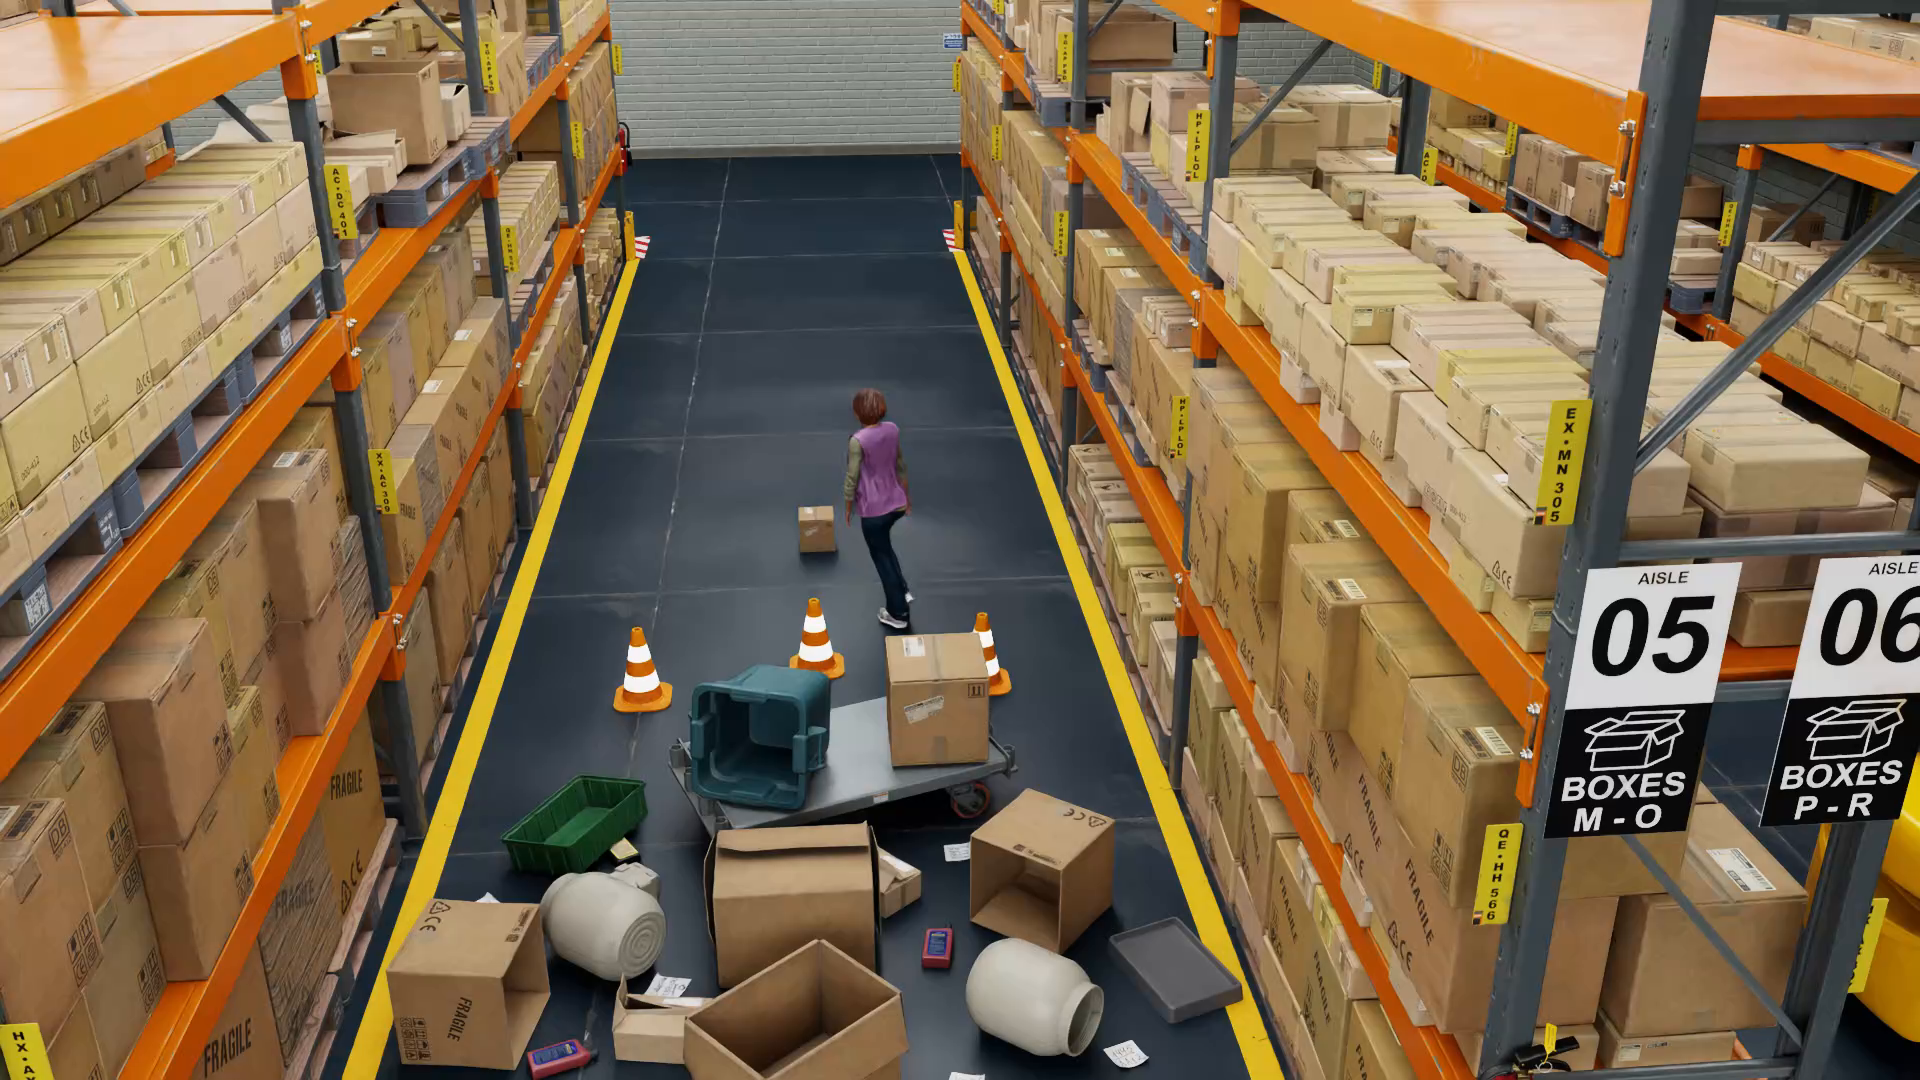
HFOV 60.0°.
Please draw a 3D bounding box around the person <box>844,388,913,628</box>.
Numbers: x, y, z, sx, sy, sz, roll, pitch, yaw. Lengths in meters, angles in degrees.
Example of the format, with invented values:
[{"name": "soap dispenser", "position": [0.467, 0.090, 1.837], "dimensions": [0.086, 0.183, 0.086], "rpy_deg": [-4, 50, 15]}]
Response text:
[{"name": "person", "position": [-0.492, -0.201, 10.528], "dimensions": [0.443, 1.586, 0.501], "rpy_deg": [22, 32, 39]}]
